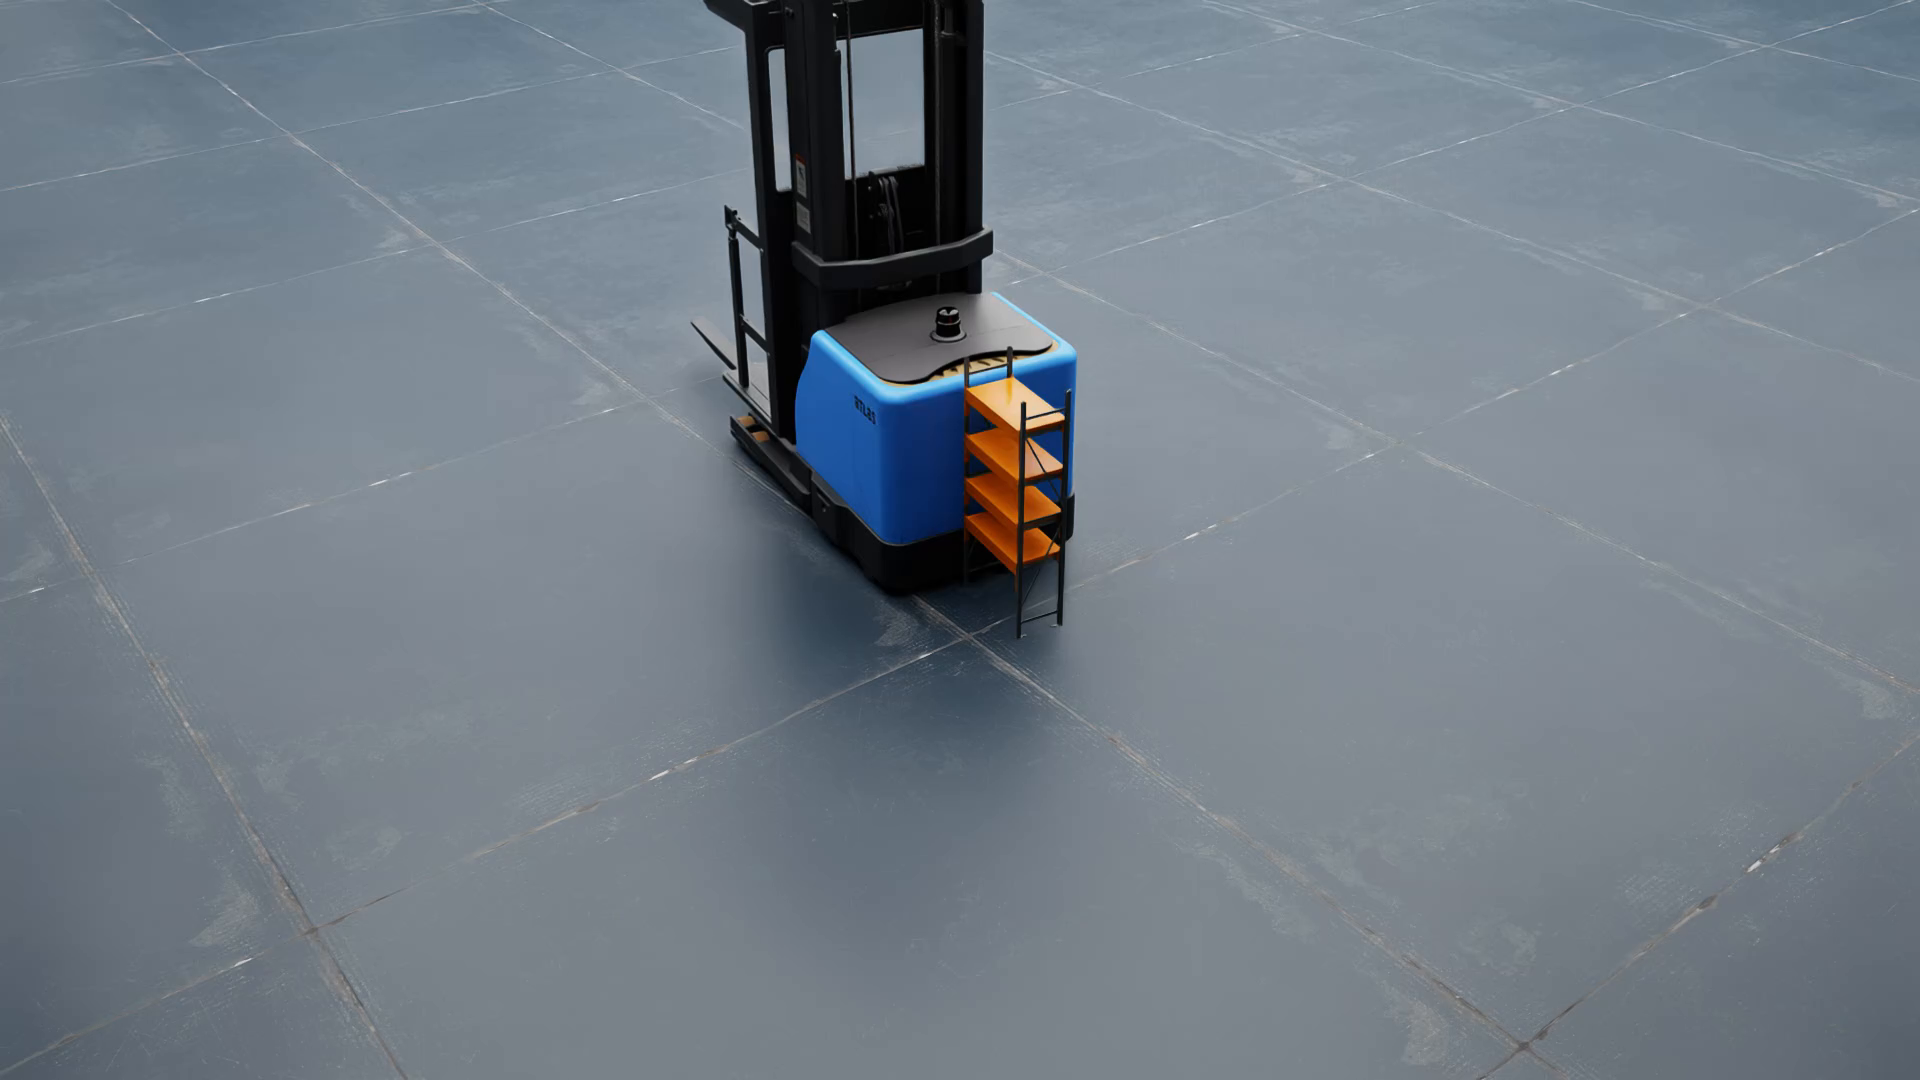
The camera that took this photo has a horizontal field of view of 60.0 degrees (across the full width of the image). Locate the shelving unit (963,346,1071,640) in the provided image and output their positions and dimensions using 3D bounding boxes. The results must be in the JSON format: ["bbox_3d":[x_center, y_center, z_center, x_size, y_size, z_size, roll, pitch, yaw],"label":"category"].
[{"bbox_3d":[0.242,-0.204,7.441,0.258,1.200,0.503,-16,35,-24],"label":"shelving unit"}]

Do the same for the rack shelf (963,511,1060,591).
[{"bbox_3d":[0.242,0.022,7.581,0.258,0.148,0.480,-16,35,-24],"label":"rack shelf"}]

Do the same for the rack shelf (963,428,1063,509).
[{"bbox_3d":[0.242,-0.337,7.359,0.258,0.148,0.480,-16,35,-24],"label":"rack shelf"}]

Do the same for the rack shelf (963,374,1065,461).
[{"bbox_3d":[0.242,-0.538,7.234,0.258,0.148,0.480,-16,35,-24],"label":"rack shelf"}]

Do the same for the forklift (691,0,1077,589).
[{"bbox_3d":[-0.593,-1.769,8.320,1.130,2.935,3.031,-16,35,-24],"label":"forklift"}]

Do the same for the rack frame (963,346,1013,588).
[{"bbox_3d":[0.125,-0.317,7.623,0.240,1.200,0.015,-16,35,-24],"label":"rack frame"}]

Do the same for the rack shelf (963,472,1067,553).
[{"bbox_3d":[0.242,-0.147,7.477,0.258,0.148,0.480,-16,35,-24],"label":"rack shelf"}]

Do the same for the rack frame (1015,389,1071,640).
[{"bbox_3d":[0.360,-0.091,7.259,0.240,1.200,0.015,-16,35,-24],"label":"rack frame"}]
